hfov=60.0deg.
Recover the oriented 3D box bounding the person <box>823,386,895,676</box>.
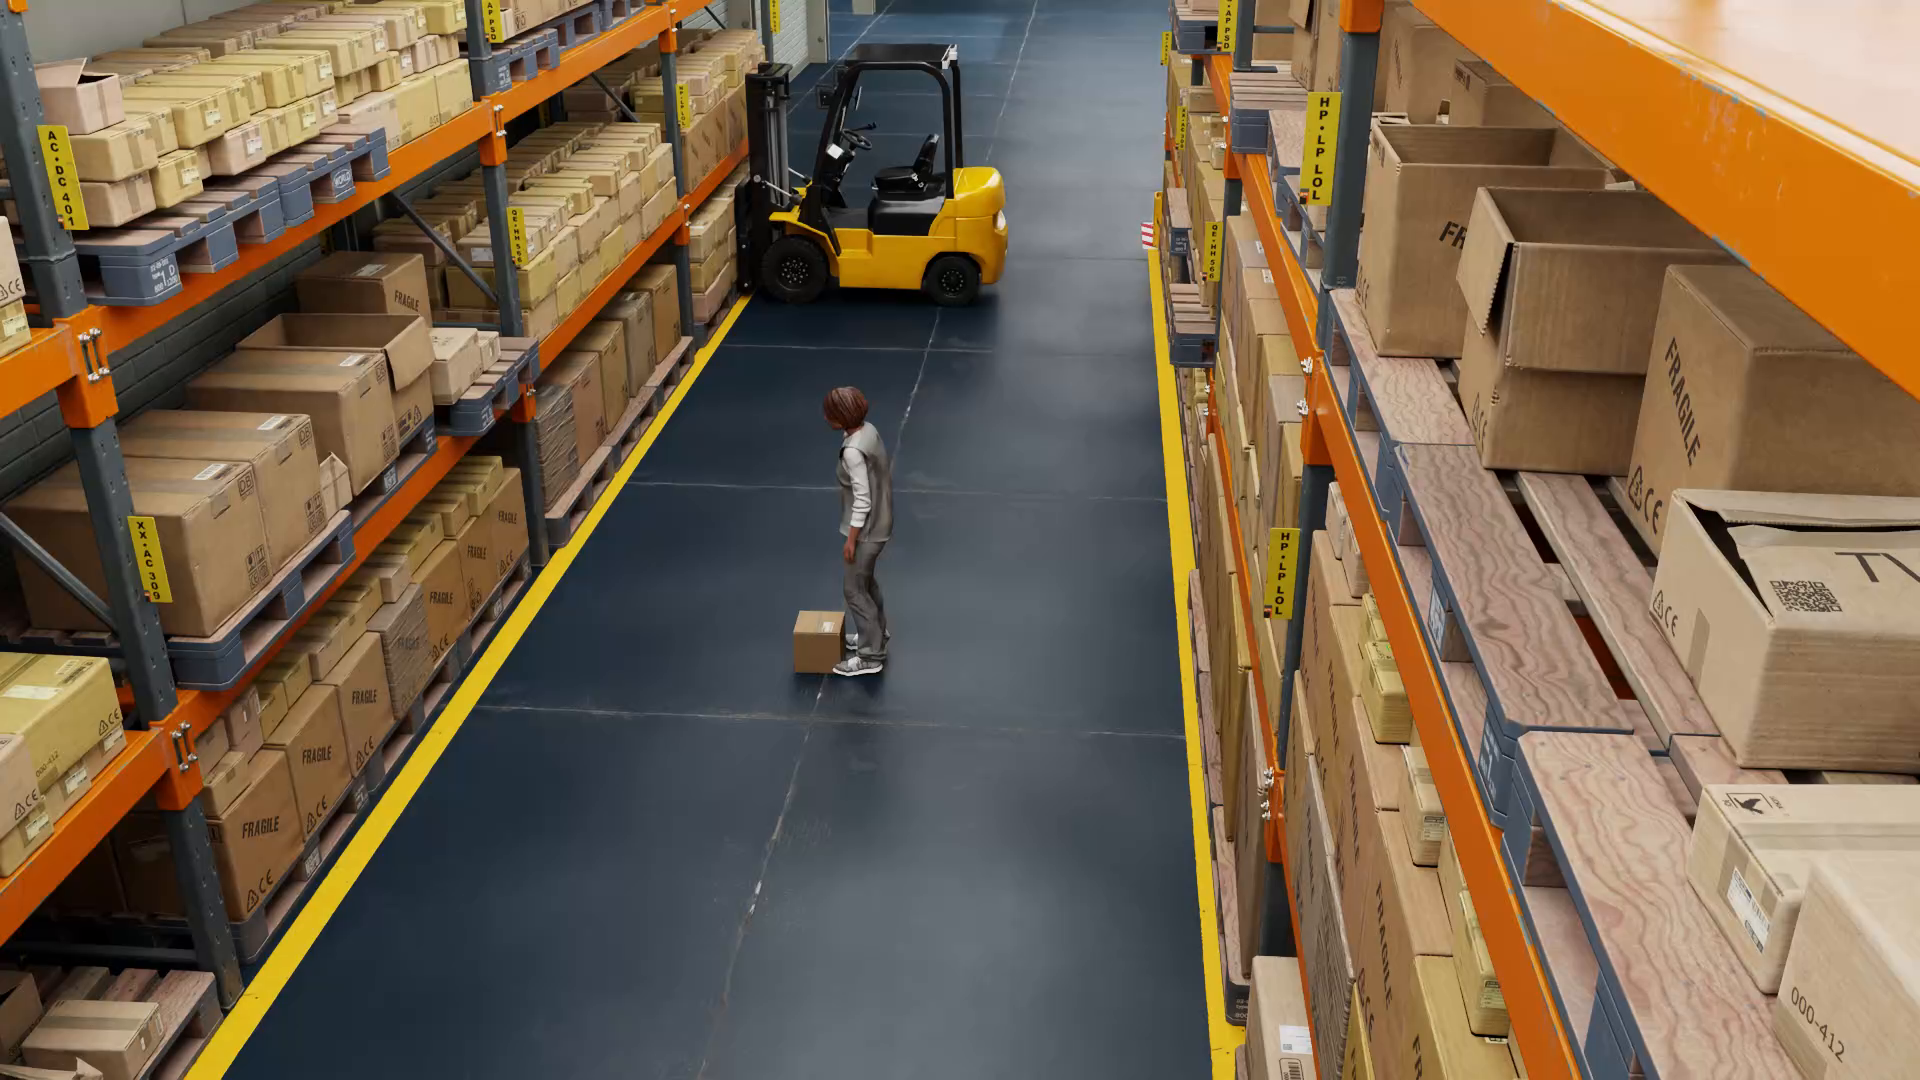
[{"bbox_3d":[-0.518,-0.052,8.731,0.347,1.593,0.464,2,25,4],"label":"person"}]
